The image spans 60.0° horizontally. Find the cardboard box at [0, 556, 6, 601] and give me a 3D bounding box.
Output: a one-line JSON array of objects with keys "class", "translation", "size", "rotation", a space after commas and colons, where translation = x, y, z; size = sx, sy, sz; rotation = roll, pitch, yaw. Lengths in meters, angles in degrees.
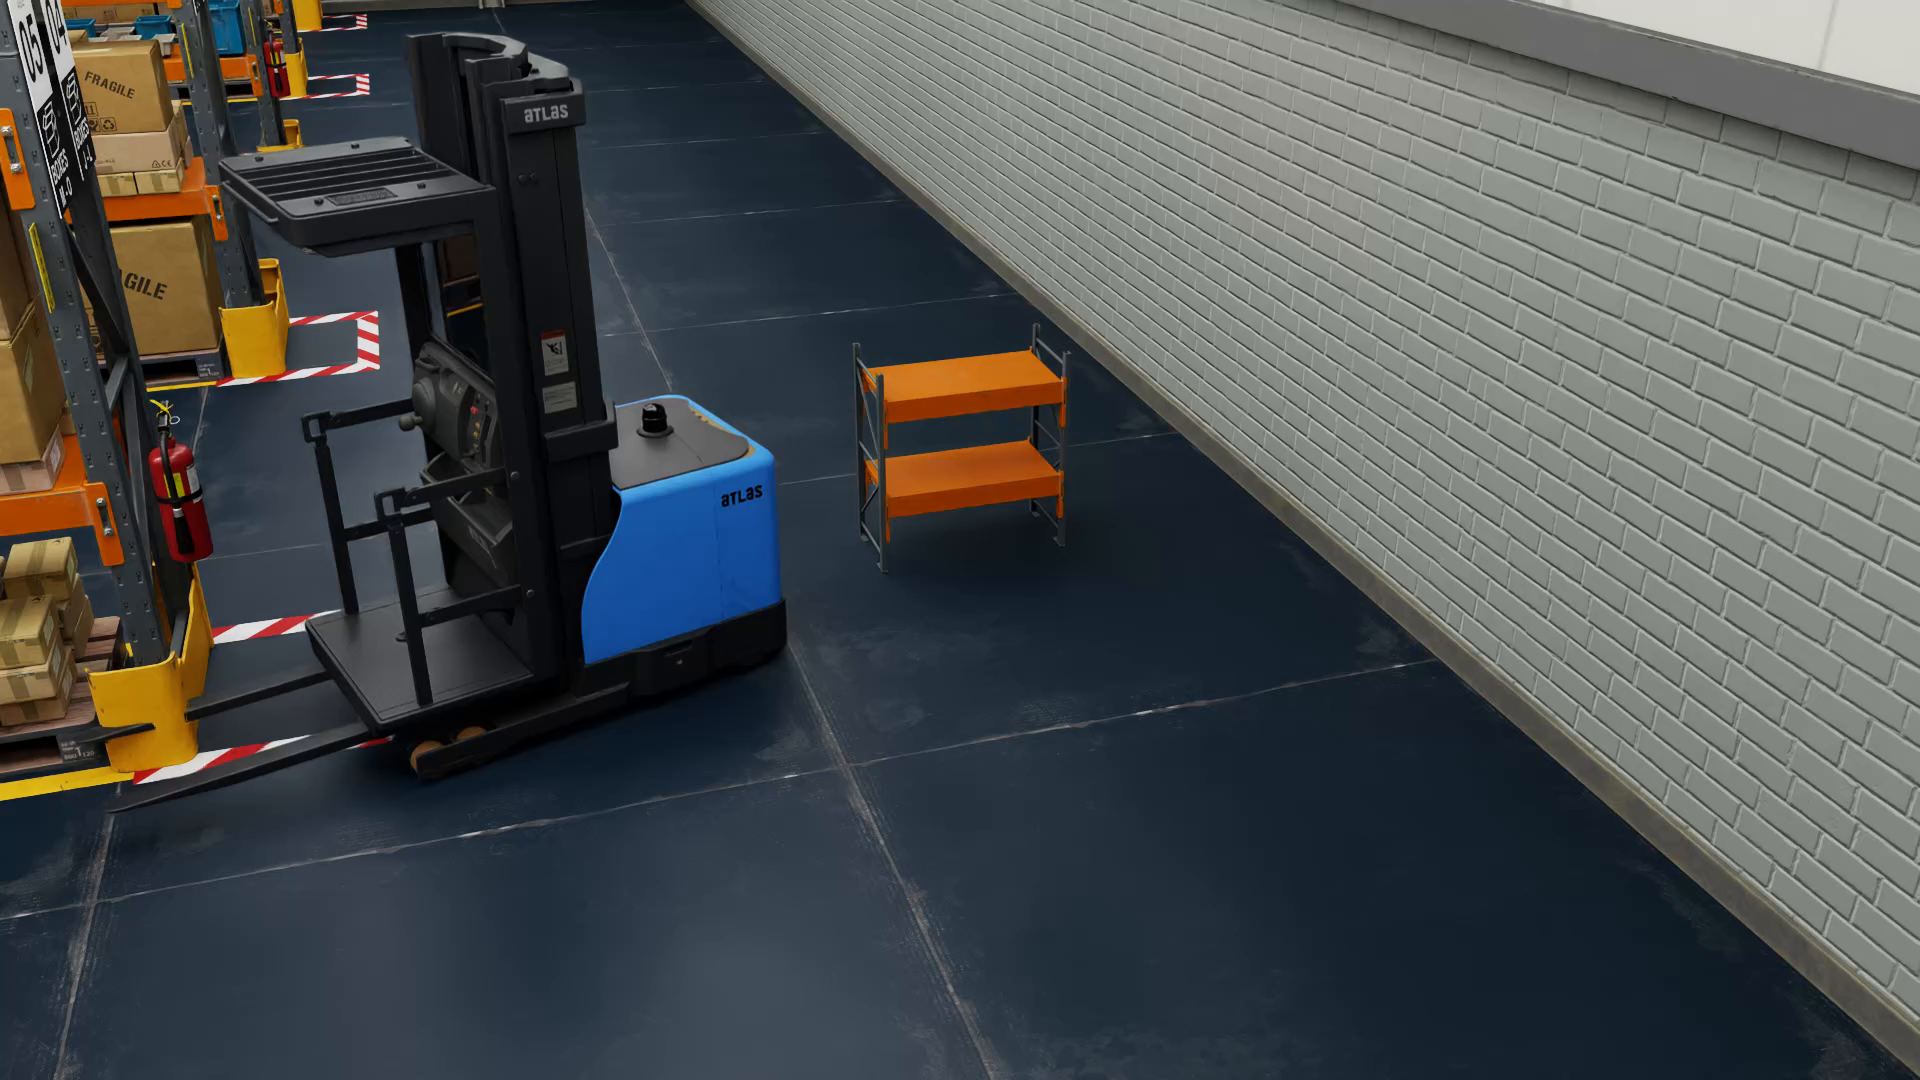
[{"class": "cardboard box", "translation": [-4.451, 0.235, 7.469], "size": [0.250, 0.149, 0.380], "rotation": [-8, 27, -15]}]

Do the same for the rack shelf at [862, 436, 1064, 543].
[{"class": "rack shelf", "translation": [0.006, -0.286, 9.110], "size": [1.000, 0.278, 0.538], "rotation": [-8, 28, -16]}]

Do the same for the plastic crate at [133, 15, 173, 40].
[{"class": "plastic crate", "translation": [-7.560, -4.777, 15.619], "size": [0.300, 0.233, 0.416], "rotation": [-8, 28, -16]}]

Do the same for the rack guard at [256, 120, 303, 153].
[{"class": "rack guard", "translation": [-6.578, -3.699, 16.139], "size": [0.348, 0.500, 1.175], "rotation": [-8, 28, -16]}]

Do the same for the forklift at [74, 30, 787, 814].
[{"class": "forklift", "translation": [-2.337, -0.545, 7.052], "size": [3.031, 2.935, 1.130], "rotation": [-18, 31, -31]}]

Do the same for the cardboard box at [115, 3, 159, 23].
[{"class": "cardboard box", "translation": [-11.758, -7.714, 23.753], "size": [0.500, 0.500, 0.700], "rotation": [-8, 27, -15]}]

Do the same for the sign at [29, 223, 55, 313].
[{"class": "sign", "translation": [-3.470, -1.028, 6.289], "size": [0.005, 0.325, 0.100], "rotation": [-8, 28, -16]}]

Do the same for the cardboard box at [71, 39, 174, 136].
[{"class": "cardboard box", "translation": [-5.445, -2.940, 10.789], "size": [0.500, 0.500, 0.500], "rotation": [-8, 27, -15]}]

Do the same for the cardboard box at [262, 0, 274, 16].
[{"class": "cardboard box", "translation": [-10.299, -7.929, 24.187], "size": [0.500, 0.500, 0.700], "rotation": [-8, 28, -16]}]

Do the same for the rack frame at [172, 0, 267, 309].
[{"class": "rack frame", "translation": [-5.063, -2.716, 11.348], "size": [0.127, 3.000, 1.000], "rotation": [-8, 28, -16]}]

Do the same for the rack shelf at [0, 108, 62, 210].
[{"class": "rack shelf", "translation": [-5.525, -1.351, 6.034], "size": [4.000, 0.370, 1.077], "rotation": [-8, 28, -16]}]

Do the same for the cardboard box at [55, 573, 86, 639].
[{"class": "cardboard box", "translation": [-4.201, 0.314, 7.643], "size": [0.250, 0.149, 0.380], "rotation": [-7, 27, -14]}]

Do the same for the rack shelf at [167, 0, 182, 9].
[{"class": "rack shelf", "translation": [-6.965, -3.462, 10.286], "size": [4.000, 0.370, 1.077], "rotation": [-8, 28, -16]}]

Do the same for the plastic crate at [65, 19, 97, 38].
[{"class": "plastic crate", "translation": [-8.186, -4.686, 15.436], "size": [0.300, 0.233, 0.416], "rotation": [-8, 28, -16]}]

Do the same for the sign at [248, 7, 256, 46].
[{"class": "sign", "translation": [-6.411, -4.653, 15.066], "size": [0.005, 0.325, 0.100], "rotation": [-8, 28, -16]}]

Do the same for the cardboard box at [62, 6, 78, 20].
[{"class": "cardboard box", "translation": [-12.725, -7.576, 23.476], "size": [0.500, 0.500, 0.700], "rotation": [-8, 27, -15]}]

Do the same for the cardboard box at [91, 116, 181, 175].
[{"class": "cardboard box", "translation": [-5.442, -2.603, 10.954], "size": [0.500, 0.250, 0.500], "rotation": [-9, 28, -17]}]

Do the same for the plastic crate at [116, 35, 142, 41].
[{"class": "plastic crate", "translation": [-7.596, -4.496, 15.163], "size": [0.243, 0.136, 0.396], "rotation": [-8, 28, -16]}]

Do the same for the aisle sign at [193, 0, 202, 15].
[{"class": "aisle sign", "translation": [-4.902, -3.764, 10.534], "size": [0.004, 0.787, 0.394], "rotation": [-8, 28, -16]}]

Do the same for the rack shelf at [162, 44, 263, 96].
[{"class": "rack shelf", "translation": [-8.499, -4.213, 15.171], "size": [4.000, 0.370, 1.077], "rotation": [-8, 28, -16]}]

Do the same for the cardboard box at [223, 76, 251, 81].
[{"class": "cardboard box", "translation": [-8.568, -5.803, 19.883], "size": [0.500, 0.500, 0.500], "rotation": [-8, 28, -16]}]

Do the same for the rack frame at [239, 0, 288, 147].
[{"class": "rack frame", "translation": [-6.597, -4.810, 15.566], "size": [0.127, 3.000, 1.000], "rotation": [-8, 28, -16]}]

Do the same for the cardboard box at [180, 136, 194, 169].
[{"class": "cardboard box", "translation": [-5.503, -2.694, 11.586], "size": [0.250, 0.149, 0.380], "rotation": [-8, 27, -16]}]

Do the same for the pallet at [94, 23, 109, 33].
[{"class": "pallet", "translation": [-12.721, -7.271, 23.658], "size": [1.213, 0.211, 1.003], "rotation": [-8, 28, -16]}]

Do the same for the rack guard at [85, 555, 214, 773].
[{"class": "rack guard", "translation": [-3.695, 0.525, 7.630], "size": [0.348, 0.500, 1.175], "rotation": [-8, 28, -16]}]

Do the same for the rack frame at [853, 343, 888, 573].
[{"class": "rack frame", "translation": [-0.477, -0.435, 8.861], "size": [0.032, 1.125, 0.500], "rotation": [-8, 28, -16]}]

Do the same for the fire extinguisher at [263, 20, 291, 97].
[{"class": "fire extinguisher", "translation": [-6.313, -4.437, 15.321], "size": [0.183, 0.674, 0.296], "rotation": [-8, 28, -16]}]

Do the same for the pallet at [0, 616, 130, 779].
[{"class": "pallet", "translation": [-4.479, 0.751, 7.499], "size": [1.213, 0.211, 1.003], "rotation": [-8, 28, -16]}]

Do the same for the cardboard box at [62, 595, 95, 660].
[{"class": "cardboard box", "translation": [-4.220, 0.421, 7.763], "size": [0.250, 0.149, 0.380], "rotation": [-8, 27, -15]}]

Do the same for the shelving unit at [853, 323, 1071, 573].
[{"class": "shelving unit", "translation": [0.006, -0.505, 9.002], "size": [1.048, 1.125, 0.538], "rotation": [-8, 28, -16]}]

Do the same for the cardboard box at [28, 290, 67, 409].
[{"class": "cardboard box", "translation": [-4.136, -0.838, 7.118], "size": [0.500, 0.500, 0.500], "rotation": [-7, 27, -14]}]

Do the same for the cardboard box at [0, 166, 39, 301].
[{"class": "cardboard box", "translation": [-4.132, -1.281, 6.886], "size": [0.500, 0.500, 0.500], "rotation": [-8, 28, -16]}]

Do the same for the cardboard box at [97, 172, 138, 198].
[{"class": "cardboard box", "translation": [-5.546, -2.379, 10.951], "size": [0.250, 0.149, 0.380], "rotation": [-8, 27, -16]}]

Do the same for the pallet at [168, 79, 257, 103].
[{"class": "pallet", "translation": [-8.957, -5.535, 20.163], "size": [1.213, 0.211, 1.003], "rotation": [-8, 28, -16]}]

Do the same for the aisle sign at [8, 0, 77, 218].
[{"class": "aisle sign", "translation": [-3.461, -1.653, 6.282], "size": [0.004, 0.787, 0.394], "rotation": [-8, 28, -16]}]

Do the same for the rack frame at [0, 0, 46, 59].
[{"class": "rack frame", "translation": [-3.623, -3.292, 5.761], "size": [0.127, 3.000, 1.000], "rotation": [-8, 28, -16]}]

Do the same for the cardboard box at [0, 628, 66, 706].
[{"class": "cardboard box", "translation": [-4.037, 0.544, 7.180], "size": [0.250, 0.149, 0.380], "rotation": [-9, 28, -17]}]

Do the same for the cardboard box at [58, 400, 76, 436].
[{"class": "cardboard box", "translation": [-4.033, -0.586, 7.341], "size": [0.250, 0.149, 0.380], "rotation": [-8, 28, -17]}]

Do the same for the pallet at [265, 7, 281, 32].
[{"class": "pallet", "translation": [-10.401, -7.607, 24.335], "size": [1.213, 0.211, 1.003], "rotation": [-8, 28, -16]}]
